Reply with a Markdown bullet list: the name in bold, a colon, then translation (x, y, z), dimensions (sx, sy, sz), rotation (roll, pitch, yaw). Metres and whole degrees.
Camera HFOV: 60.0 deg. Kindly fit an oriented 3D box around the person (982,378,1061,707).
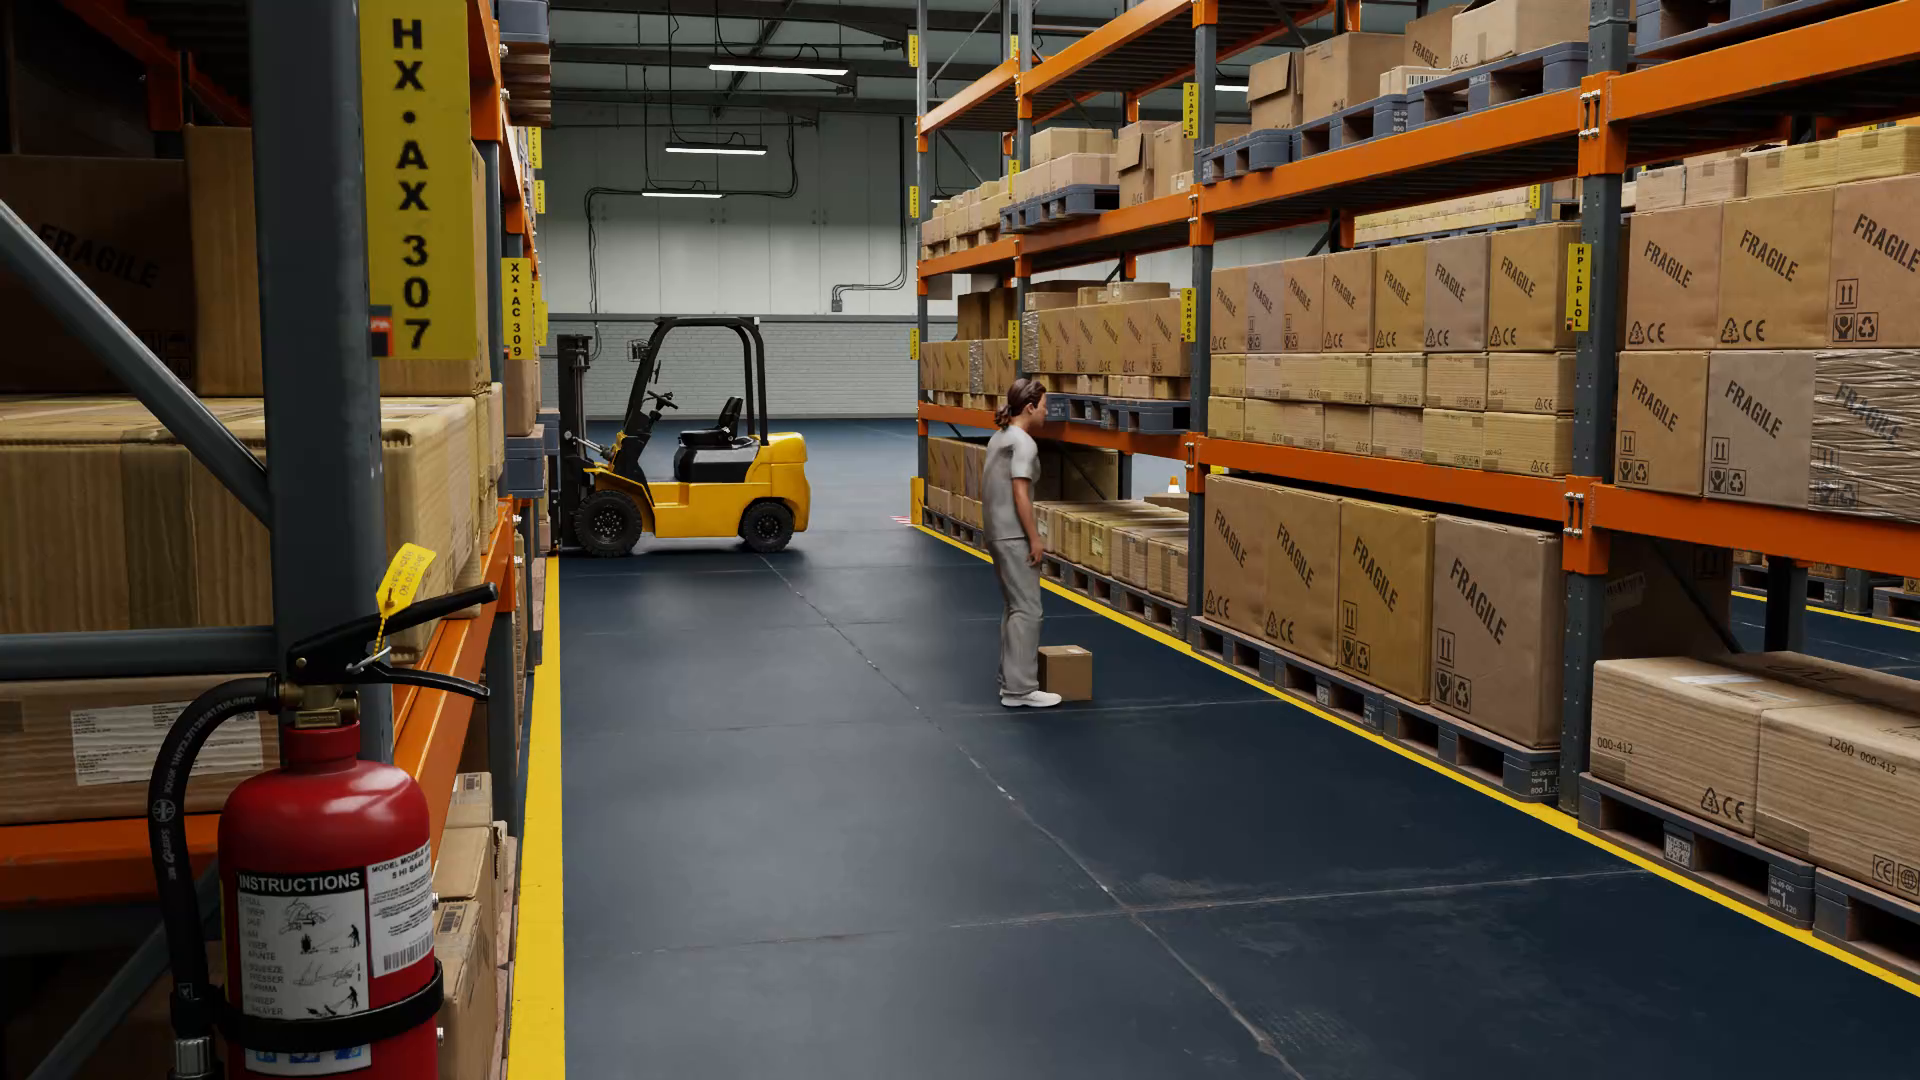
- **person**: translation (0.323, 0.005, 8.616), dimensions (0.404, 1.670, 0.486), rotation (-1, 6, -13)
